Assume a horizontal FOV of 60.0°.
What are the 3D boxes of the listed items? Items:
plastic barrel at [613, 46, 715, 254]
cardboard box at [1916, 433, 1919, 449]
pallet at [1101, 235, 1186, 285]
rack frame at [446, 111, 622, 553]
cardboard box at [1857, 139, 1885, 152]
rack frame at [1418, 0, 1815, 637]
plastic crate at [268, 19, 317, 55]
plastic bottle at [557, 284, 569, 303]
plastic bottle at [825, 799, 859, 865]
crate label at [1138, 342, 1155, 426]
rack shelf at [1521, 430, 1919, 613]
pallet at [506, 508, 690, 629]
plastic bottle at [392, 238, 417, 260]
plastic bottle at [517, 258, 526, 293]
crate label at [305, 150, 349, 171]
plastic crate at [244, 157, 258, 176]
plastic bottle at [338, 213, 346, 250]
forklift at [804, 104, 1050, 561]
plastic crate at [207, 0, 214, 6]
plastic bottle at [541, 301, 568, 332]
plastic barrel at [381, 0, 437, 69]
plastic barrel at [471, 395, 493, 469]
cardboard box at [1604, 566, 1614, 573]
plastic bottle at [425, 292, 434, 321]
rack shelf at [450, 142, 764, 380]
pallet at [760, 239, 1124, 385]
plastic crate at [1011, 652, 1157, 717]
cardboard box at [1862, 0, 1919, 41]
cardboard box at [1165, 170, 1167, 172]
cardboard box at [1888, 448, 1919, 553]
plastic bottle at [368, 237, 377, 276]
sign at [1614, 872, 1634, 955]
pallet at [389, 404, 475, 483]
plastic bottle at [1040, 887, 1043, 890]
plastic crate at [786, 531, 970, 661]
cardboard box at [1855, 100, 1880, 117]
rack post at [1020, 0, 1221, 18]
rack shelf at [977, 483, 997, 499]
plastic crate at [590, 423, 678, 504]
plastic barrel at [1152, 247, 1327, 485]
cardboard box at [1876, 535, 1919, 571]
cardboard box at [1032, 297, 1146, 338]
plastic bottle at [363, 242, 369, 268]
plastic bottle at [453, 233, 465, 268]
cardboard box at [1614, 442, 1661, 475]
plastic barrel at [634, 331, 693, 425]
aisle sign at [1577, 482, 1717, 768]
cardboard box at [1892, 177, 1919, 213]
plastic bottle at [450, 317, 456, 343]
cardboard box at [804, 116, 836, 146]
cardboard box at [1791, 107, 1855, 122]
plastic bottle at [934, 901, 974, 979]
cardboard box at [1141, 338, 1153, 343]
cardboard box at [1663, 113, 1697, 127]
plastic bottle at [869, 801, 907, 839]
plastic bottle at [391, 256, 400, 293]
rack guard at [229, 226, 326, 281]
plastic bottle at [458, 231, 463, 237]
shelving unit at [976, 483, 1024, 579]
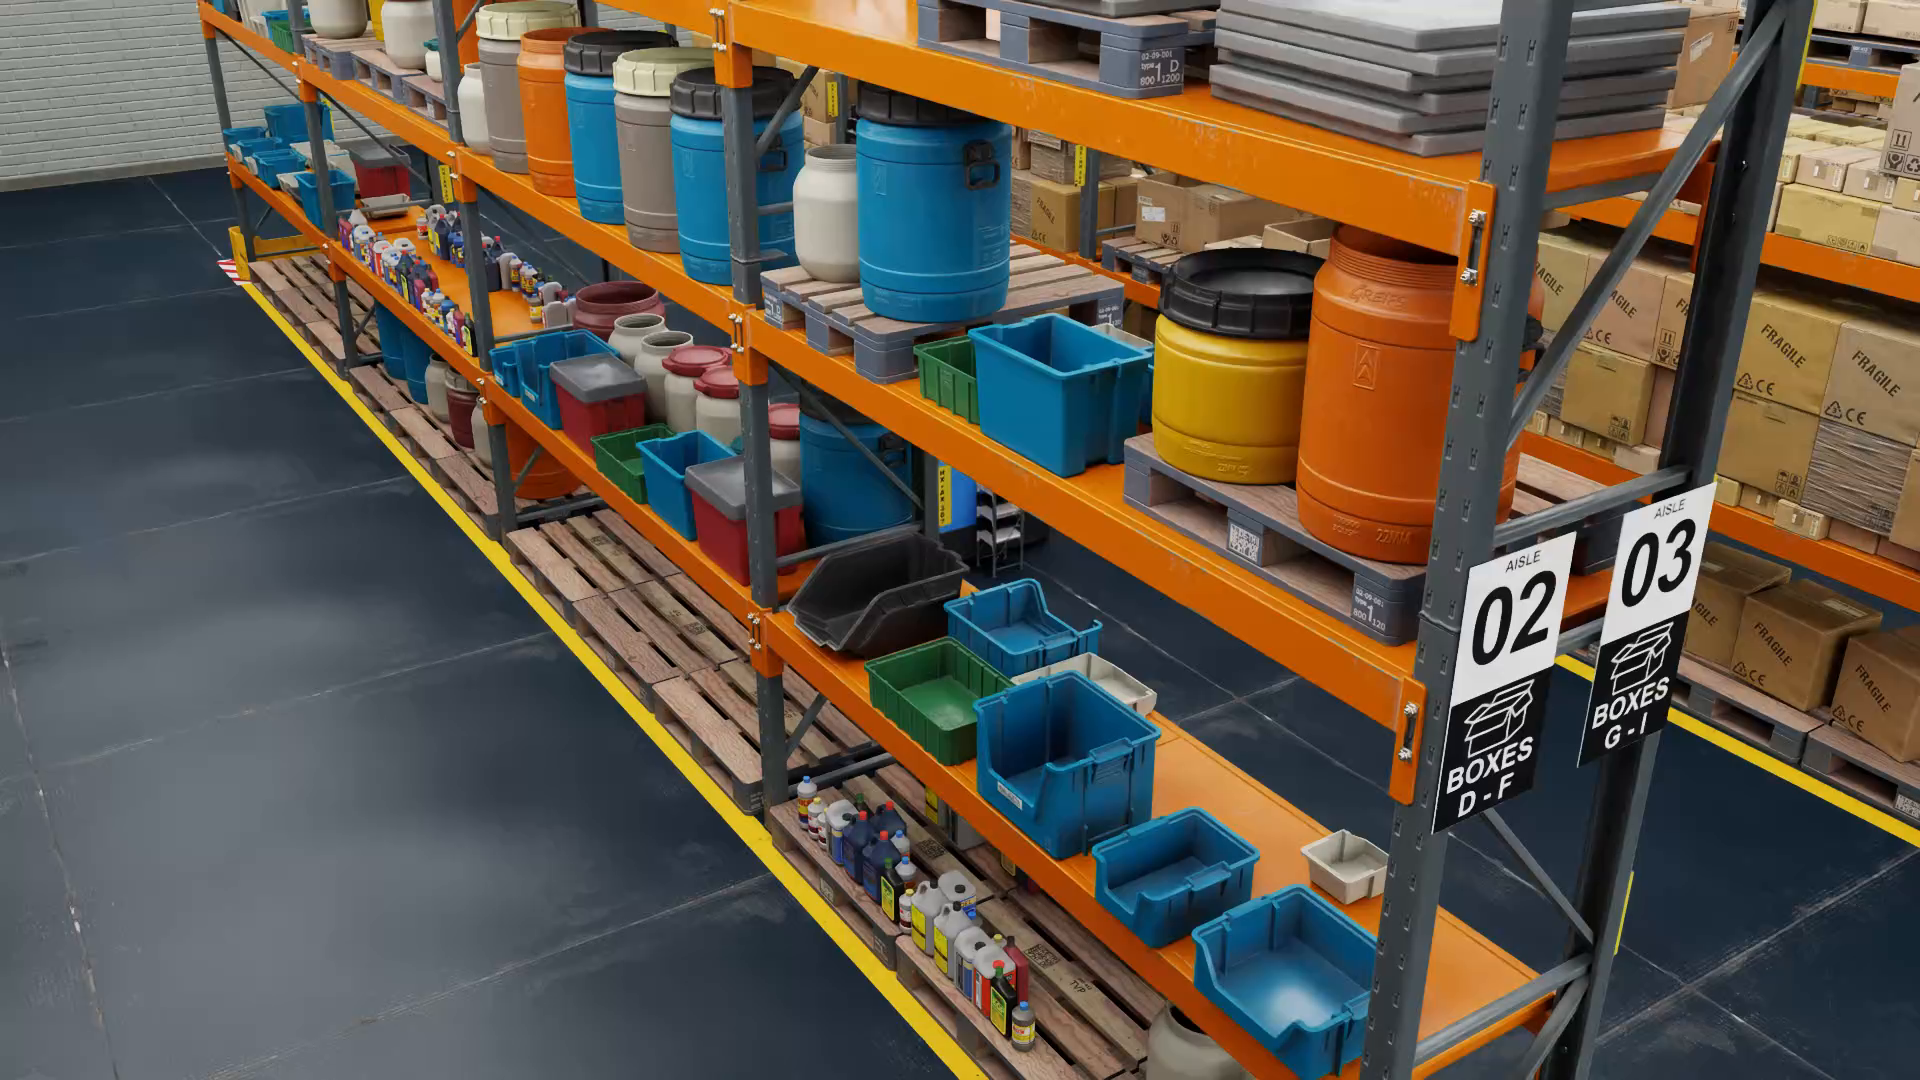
[{"bbox_3d":[-1.371,-1.918,8.161,0.600,0.901,0.600,0,25,0],"label":"plastic barrel"},{"bbox_3d":[4.994,-0.642,7.922,0.500,0.500,0.500,-16,29,-30],"label":"cardboard box"},{"bbox_3d":[1.890,-2.238,13.164,1.213,0.211,1.003,-16,29,-30],"label":"pallet"},{"bbox_3d":[-2.738,-1.401,11.166,1.000,3.000,0.127,-16,29,-30],"label":"rack frame"},{"bbox_3d":[4.812,-1.957,8.539,0.380,0.149,0.250,-17,30,-31],"label":"cardboard box"},{"bbox_3d":[1.629,-1.252,3.824,1.000,3.000,0.127,-16,29,-30],"label":"rack frame"},{"bbox_3d":[-5.406,-4.173,13.773,0.450,0.188,0.662,-16,29,-30],"label":"plastic crate"},{"bbox_3d":[-2.845,-1.706,11.950,0.061,0.283,0.133,-16,29,-30],"label":"plastic bottle"},{"bbox_3d":[-0.549,1.388,7.933,0.152,0.276,0.135,-14,29,-28],"label":"plastic bottle"},{"bbox_3d":[0.884,-0.575,6.077,0.502,0.251,0.408,-16,29,-30],"label":"crate label"},{"bbox_3d":[4.687,-0.083,9.218,1.077,0.370,4.000,-16,29,-30],"label":"rack shelf"},{"bbox_3d":[-2.348,0.147,11.155,1.003,0.211,1.213,-16,29,-30],"label":"pallet"},{"bbox_3d":[-4.356,-2.225,13.058,0.152,0.276,0.135,-16,29,-30],"label":"plastic bottle"},{"bbox_3d":[-3.296,-2.002,12.576,0.061,0.283,0.133,-16,29,-30],"label":"plastic bottle"},{"bbox_3d":[-6.190,-3.719,16.316,0.396,0.136,0.243,-16,29,-30],"label":"crate label"},{"bbox_3d":[-6.771,-3.628,16.123,0.250,0.136,0.298,-16,29,-30],"label":"plastic crate"},{"bbox_3d":[-5.079,-2.548,13.733,0.061,0.283,0.133,-16,29,-30],"label":"plastic bottle"},{"bbox_3d":[-0.564,-1.725,11.934,1.130,2.935,3.031,-14,29,-28],"label":"forklift"},{"bbox_3d":[-7.129,-5.357,16.185,0.497,0.269,0.590,-16,29,-30],"label":"plastic crate"},{"bbox_3d":[-2.831,-1.539,11.604,0.152,0.276,0.135,-16,29,-30],"label":"plastic bottle"},{"bbox_3d":[-3.832,-3.607,11.675,0.433,0.535,0.433,0,25,0],"label":"plastic barrel"},{"bbox_3d":[-3.403,-0.818,12.353,0.421,0.512,0.421,0,25,0],"label":"plastic barrel"},{"bbox_3d":[4.099,0.172,10.271,0.500,0.500,0.500,-6,26,-13],"label":"cardboard box"},{"bbox_3d":[-3.809,-1.693,12.018,0.097,0.201,0.097,0,25,0],"label":"plastic bottle"},{"bbox_3d":[-1.647,-1.716,9.164,1.077,0.370,4.000,-16,29,-30],"label":"rack shelf"},{"bbox_3d":[-0.079,-1.006,7.036,1.213,0.211,1.003,-16,29,-30],"label":"pallet"},{"bbox_3d":[0.544,0.671,7.086,0.530,0.136,0.437,-16,29,-30],"label":"plastic crate"},{"bbox_3d":[7.286,-3.983,12.689,0.500,0.250,0.500,-15,29,-29],"label":"cardboard box"},{"bbox_3d":[2.681,-4.365,19.944,0.380,0.149,0.250,-17,30,-31],"label":"cardboard box"},{"bbox_3d":[5.128,-0.227,8.214,0.875,0.500,0.500,-16,29,-30],"label":"cardboard box"},{"bbox_3d":[-4.594,-2.230,13.060,0.061,0.283,0.133,-16,29,-30],"label":"plastic bottle"},{"bbox_3d":[2.092,1.209,5.313,0.100,0.325,0.005,-16,29,-30],"label":"sign"},{"bbox_3d":[-3.866,-0.848,13.261,1.003,0.211,1.213,-16,29,-30],"label":"pallet"},{"bbox_3d":[0.405,1.469,7.762,0.152,0.276,0.135,-15,29,-29],"label":"plastic bottle"},{"bbox_3d":[-0.376,0.275,7.689,0.767,0.338,0.504,-16,29,-30],"label":"plastic crate"},{"bbox_3d":[9.862,-4.672,17.898,0.380,0.149,0.250,-18,30,-33],"label":"cardboard box"},{"bbox_3d":[0.545,-1.904,5.292,0.937,0.300,0.954,-16,30,-31],"label":"rack post"},{"bbox_3d":[0.269,-0.344,11.043,0.258,0.077,0.200,-14,29,-28],"label":"rack shelf"},{"bbox_3d":[-1.742,-0.431,9.360,0.450,0.188,0.662,-16,29,-30],"label":"plastic crate"},{"bbox_3d":[0.900,-0.549,5.135,0.600,0.588,0.600,0,25,0],"label":"plastic barrel"},{"bbox_3d":[4.909,0.007,8.478,0.380,0.149,0.250,-16,29,-30],"label":"cardboard box"},{"bbox_3d":[1.052,-2.036,14.508,1.225,0.875,0.875,-17,30,-32],"label":"cardboard box"},{"bbox_3d":[-4.695,-2.274,13.248,0.097,0.201,0.097,0,25,0],"label":"plastic bottle"},{"bbox_3d":[-3.982,-2.313,13.248,0.097,0.271,0.097,0,25,0],"label":"plastic bottle"},{"bbox_3d":[3.992,-0.502,9.556,0.380,0.149,0.250,-16,29,-30],"label":"cardboard box"},{"bbox_3d":[-1.768,-0.982,10.149,0.421,0.512,0.421,0,25,0],"label":"plastic barrel"},{"bbox_3d":[1.914,0.243,4.639,0.394,0.787,0.004,-16,29,-30],"label":"aisle sign"},{"bbox_3d":[4.662,-1.656,7.902,0.380,0.149,0.250,-17,30,-32],"label":"cardboard box"},{"bbox_3d":[-3.490,-1.484,11.575,0.097,0.201,0.097,0,25,0],"label":"plastic bottle"},{"bbox_3d":[-1.233,-4.149,16.815,0.500,0.250,0.500,-16,30,-31],"label":"cardboard box"},{"bbox_3d":[6.972,-3.282,13.862,0.700,0.500,0.500,-15,29,-29],"label":"cardboard box"},{"bbox_3d":[-0.025,1.701,7.184,0.144,0.351,0.185,-14,29,-27],"label":"plastic bottle"},{"bbox_3d":[1.794,-1.388,13.553,0.700,0.500,0.500,-17,30,-32],"label":"cardboard box"},{"bbox_3d":[3.848,-2.223,9.103,0.380,0.149,0.250,-15,29,-29],"label":"cardboard box"},{"bbox_3d":[-0.341,1.381,7.861,0.144,0.351,0.185,-16,29,-30],"label":"plastic bottle"},{"bbox_3d":[-4.263,-2.022,12.633,0.097,0.271,0.097,0,25,0],"label":"plastic bottle"},{"bbox_3d":[-7.130,-3.137,17.772,1.175,0.500,0.348,-16,29,-30],"label":"rack guard"},{"bbox_3d":[-3.961,-2.399,13.425,0.152,0.276,0.135,-16,29,-30],"label":"plastic bottle"},{"bbox_3d":[0.269,-0.211,11.105,0.258,0.900,0.210,-14,29,-28],"label":"shelving unit"}]
